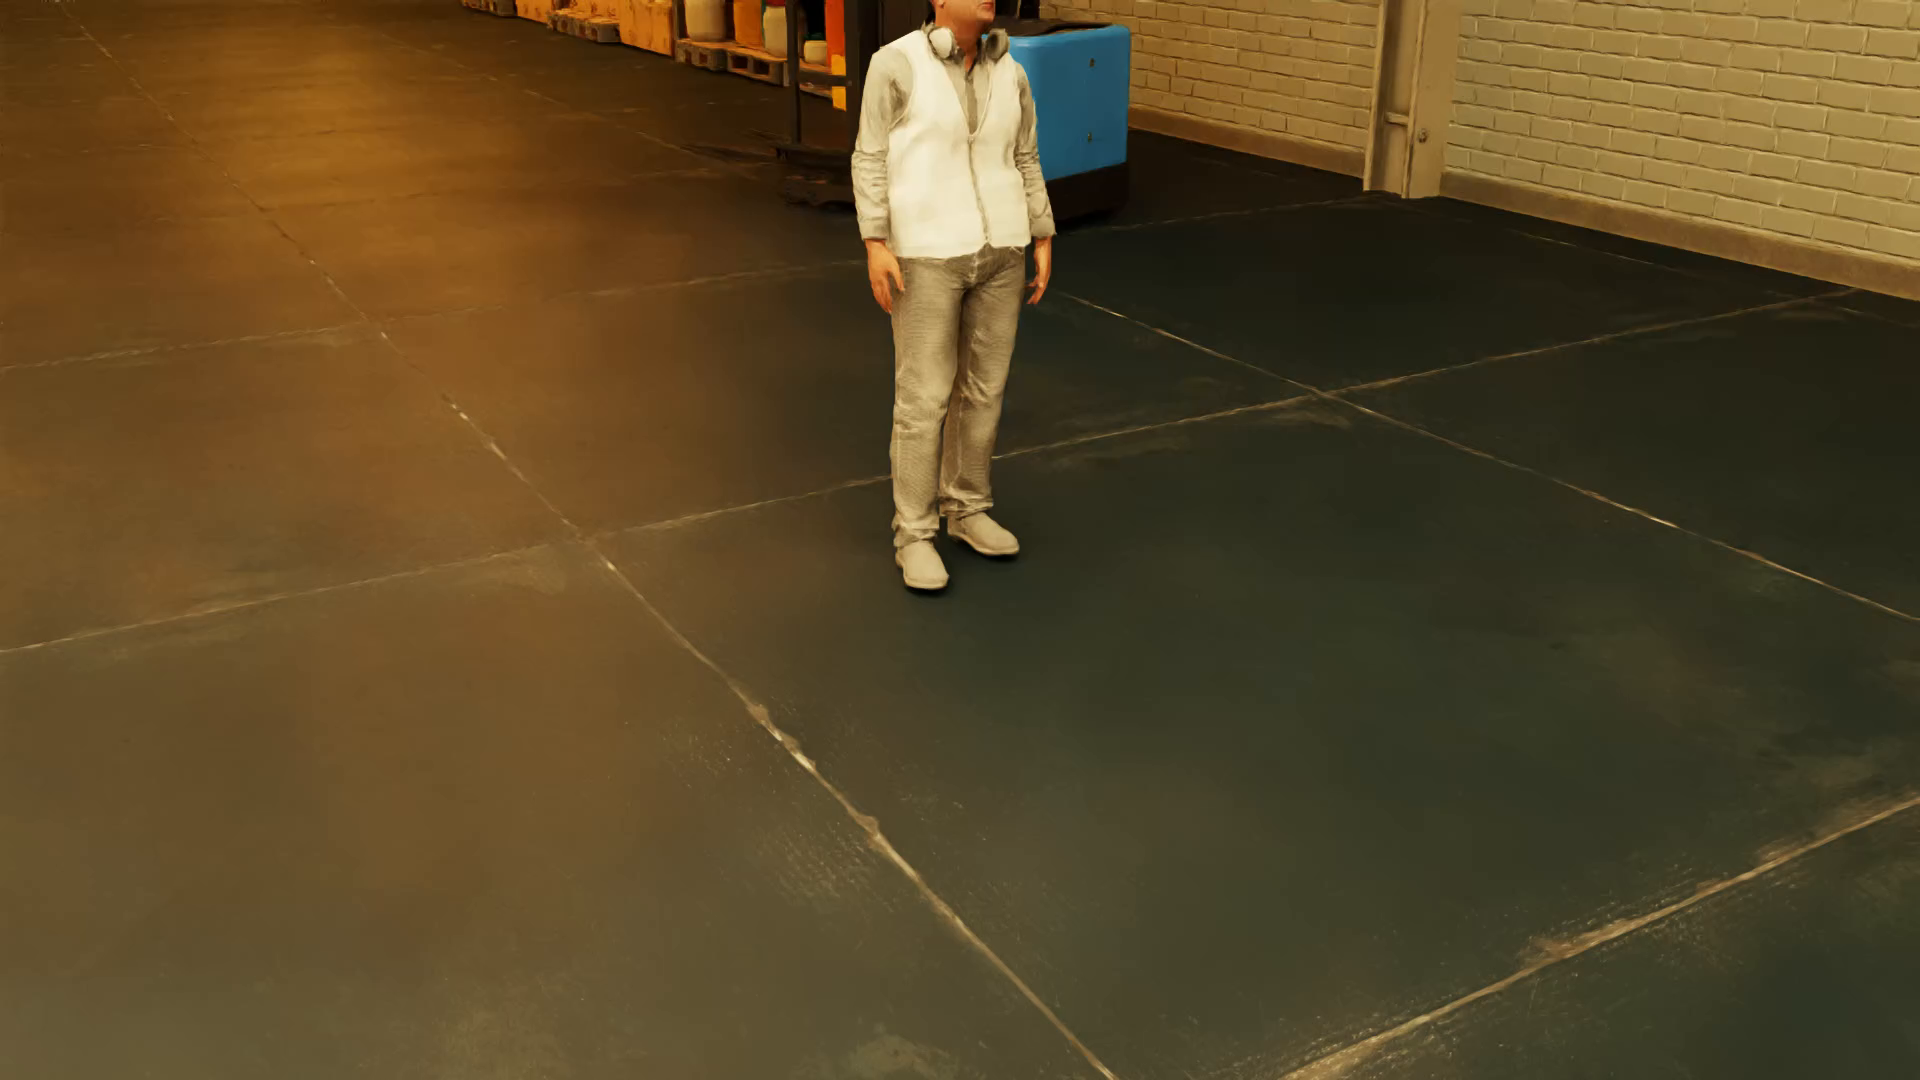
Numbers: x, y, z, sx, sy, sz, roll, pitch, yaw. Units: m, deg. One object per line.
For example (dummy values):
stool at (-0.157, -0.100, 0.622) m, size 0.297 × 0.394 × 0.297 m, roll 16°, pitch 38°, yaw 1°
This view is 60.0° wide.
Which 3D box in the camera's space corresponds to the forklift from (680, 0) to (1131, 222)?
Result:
forklift at (-0.467, -3.503, 9.812) m, size 3.031 × 2.935 × 1.130 m, roll 18°, pitch 28°, yaw 36°

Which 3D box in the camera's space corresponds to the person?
person at (0.025, -0.805, 4.740) m, size 0.632 × 1.773 × 0.563 m, roll -12°, pitch 25°, yaw -28°
